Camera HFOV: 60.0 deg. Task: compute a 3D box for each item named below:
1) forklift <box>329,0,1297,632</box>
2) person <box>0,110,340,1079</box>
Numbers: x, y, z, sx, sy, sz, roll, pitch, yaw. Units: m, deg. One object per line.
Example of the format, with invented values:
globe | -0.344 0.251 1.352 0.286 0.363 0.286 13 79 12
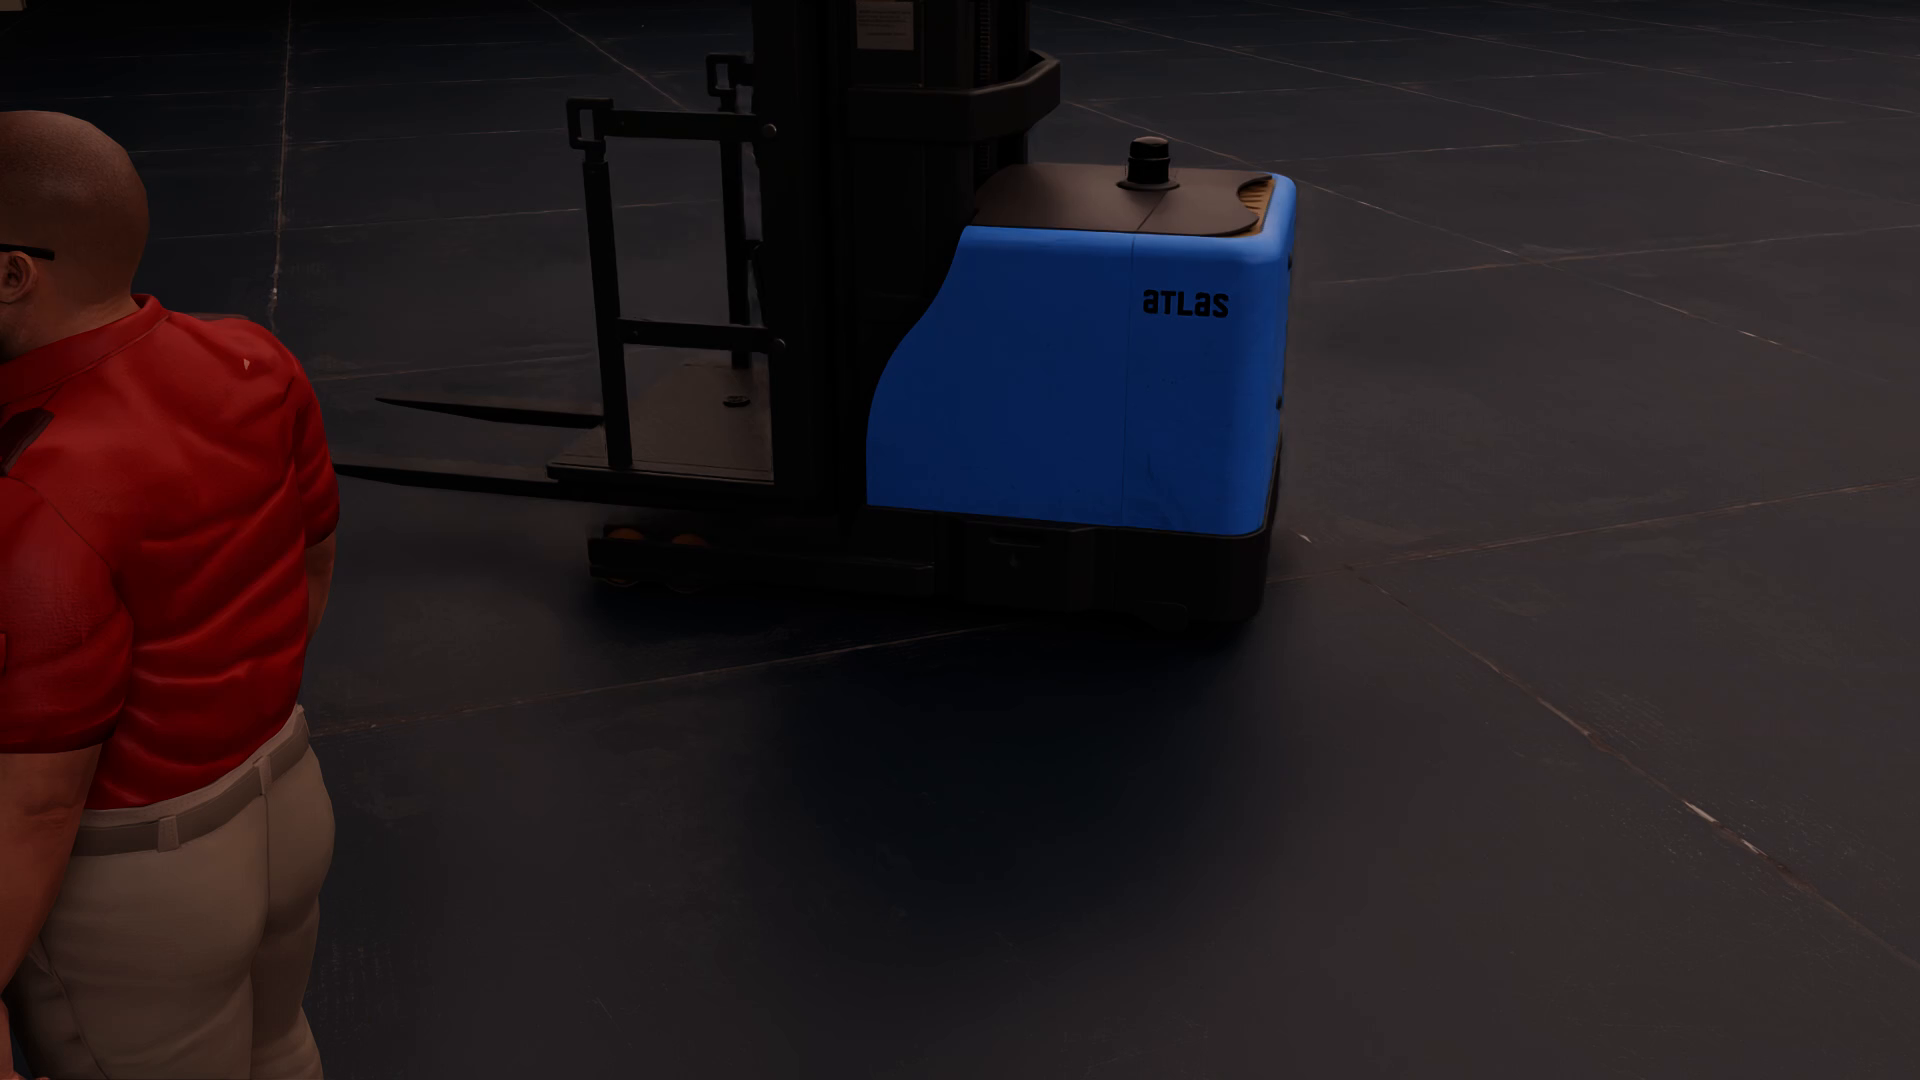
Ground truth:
forklift | -0.578 -1.391 4.607 3.031 2.935 1.130 5 23 12
person | -1.022 0.367 1.961 0.552 1.727 0.638 3 23 7
